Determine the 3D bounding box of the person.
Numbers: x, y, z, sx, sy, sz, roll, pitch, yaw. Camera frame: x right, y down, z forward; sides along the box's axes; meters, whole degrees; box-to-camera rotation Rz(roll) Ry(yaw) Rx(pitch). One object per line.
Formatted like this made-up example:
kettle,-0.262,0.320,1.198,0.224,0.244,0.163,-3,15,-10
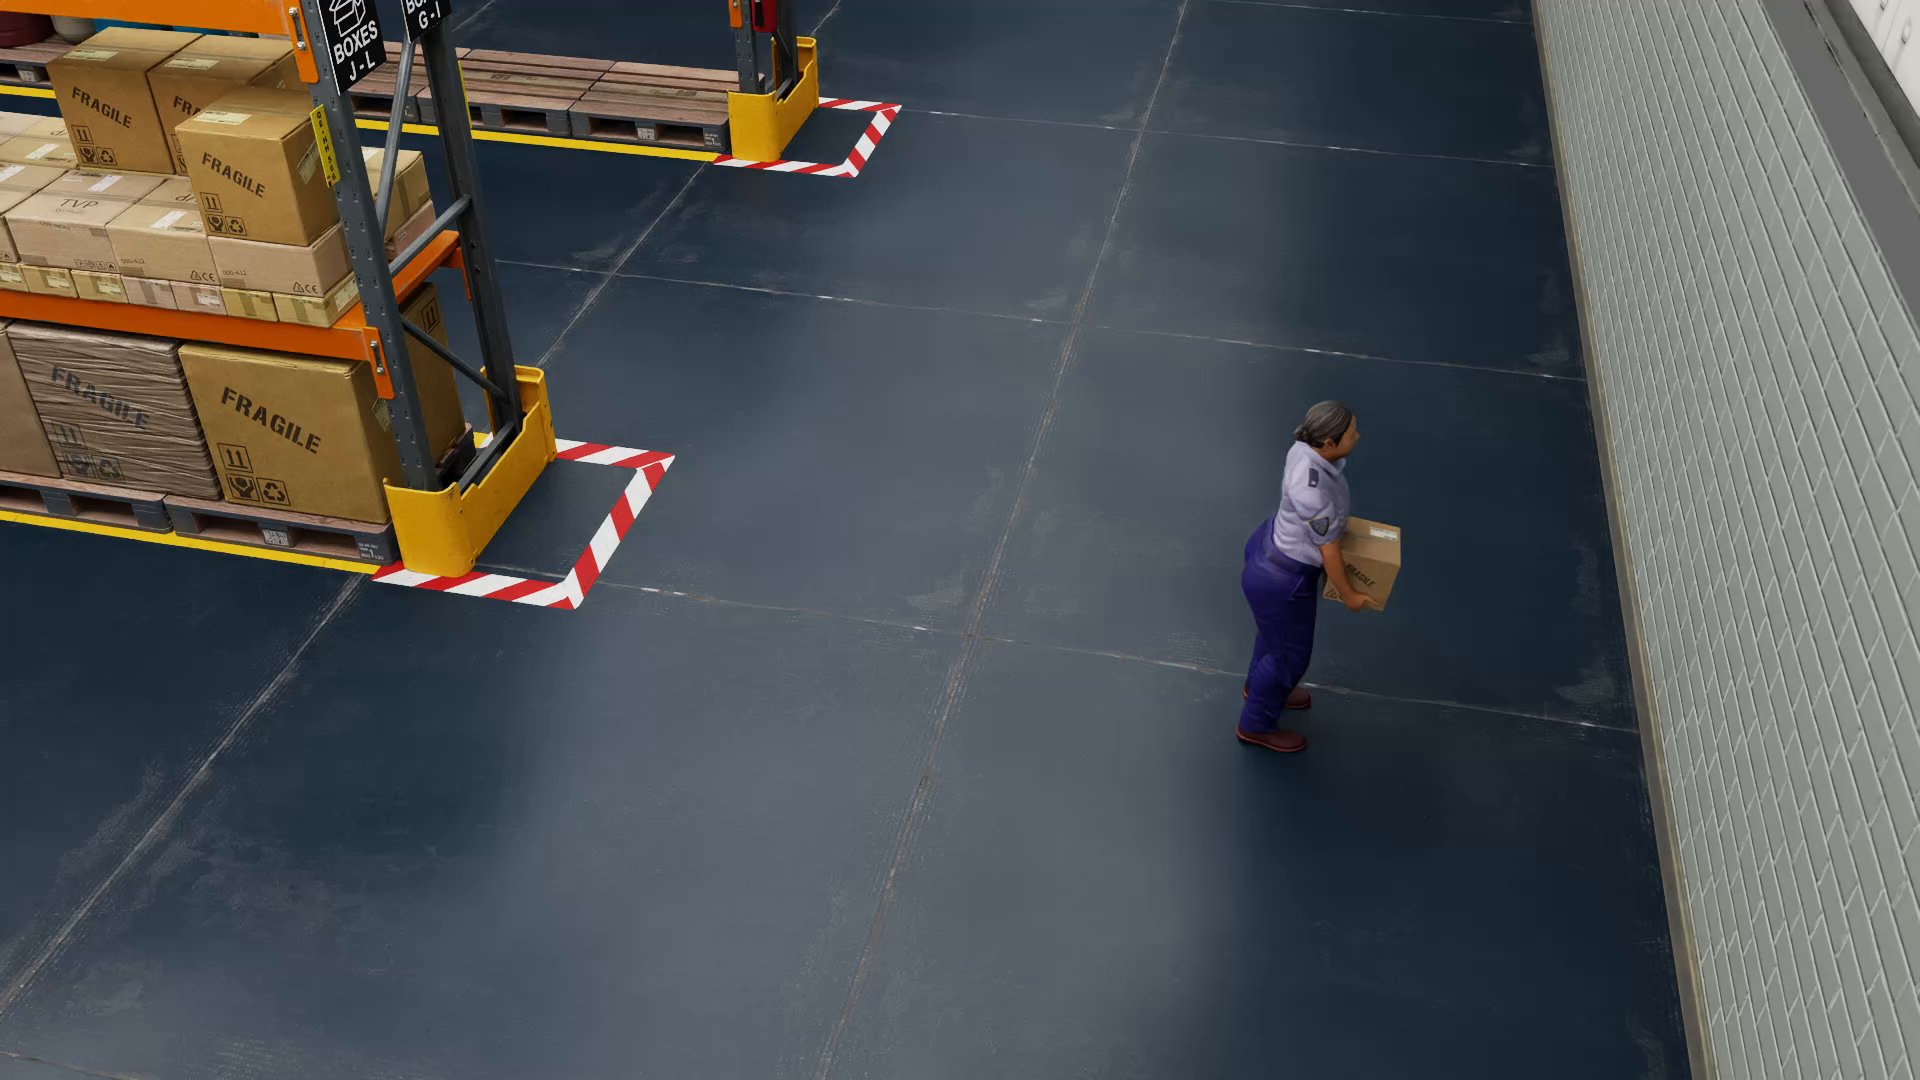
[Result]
person,1.445,0.141,6.801,0.515,1.641,0.435,7,37,9
